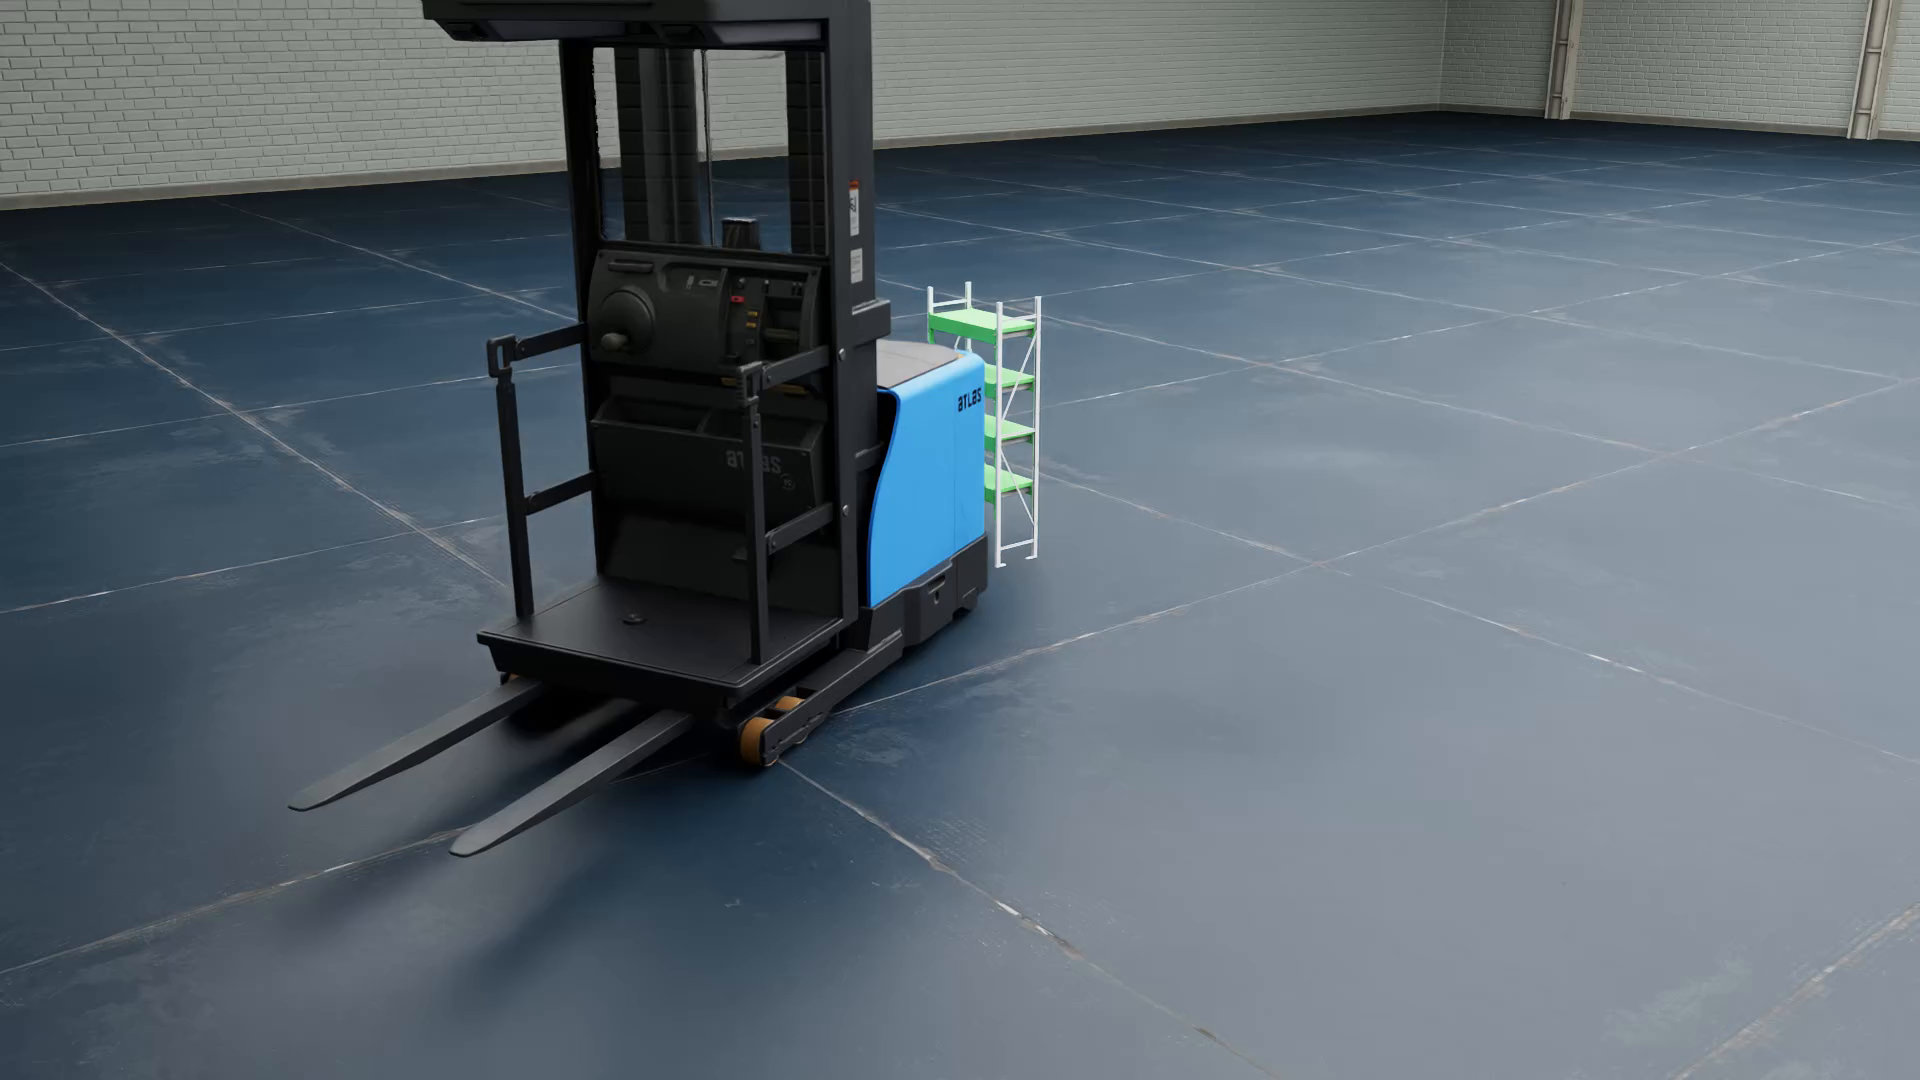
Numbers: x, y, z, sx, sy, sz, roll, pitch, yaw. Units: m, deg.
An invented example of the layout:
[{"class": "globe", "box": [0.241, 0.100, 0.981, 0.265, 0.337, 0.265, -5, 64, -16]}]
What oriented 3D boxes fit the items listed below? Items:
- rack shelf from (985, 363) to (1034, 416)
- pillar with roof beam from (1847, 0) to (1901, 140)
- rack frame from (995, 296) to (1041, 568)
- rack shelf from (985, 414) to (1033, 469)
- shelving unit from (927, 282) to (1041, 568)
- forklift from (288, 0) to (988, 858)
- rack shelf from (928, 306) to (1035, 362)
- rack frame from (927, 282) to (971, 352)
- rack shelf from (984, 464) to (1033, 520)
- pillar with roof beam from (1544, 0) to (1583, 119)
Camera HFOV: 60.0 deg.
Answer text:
[{"class": "rack shelf", "box": [0.103, -0.696, 7.495, 0.258, 0.148, 0.480, -14, 23, -36]}, {"class": "pillar with roof beam", "box": [12.395, -10.454, 25.117, 9.100, 9.000, 0.400, -14, 23, -36]}, {"class": "rack frame", "box": [0.254, -0.469, 7.369, 0.240, 1.200, 0.015, -14, 23, -36]}, {"class": "rack shelf", "box": [0.103, -0.468, 7.571, 0.258, 0.148, 0.480, -14, 23, -36]}, {"class": "shelving unit", "box": [0.103, -0.529, 7.551, 0.258, 1.200, 0.503, -14, 23, -36]}, {"class": "forklift", "box": [-0.986, -0.789, 5.582, 1.130, 2.935, 3.031, 9, 20, 25]}, {"class": "rack shelf", "box": [0.103, -0.924, 7.420, 0.258, 0.148, 0.480, -14, 23, -36]}, {"class": "rack frame", "box": [-0.049, -0.589, 7.732, 0.240, 1.200, 0.015, -14, 23, -36]}, {"class": "rack shelf", "box": [0.103, -0.240, 7.646, 0.258, 0.148, 0.480, -14, 23, -36]}, {"class": "pillar with roof beam", "box": [8.670, -11.932, 29.582, 9.100, 9.000, 0.400, -14, 23, -36]}]
